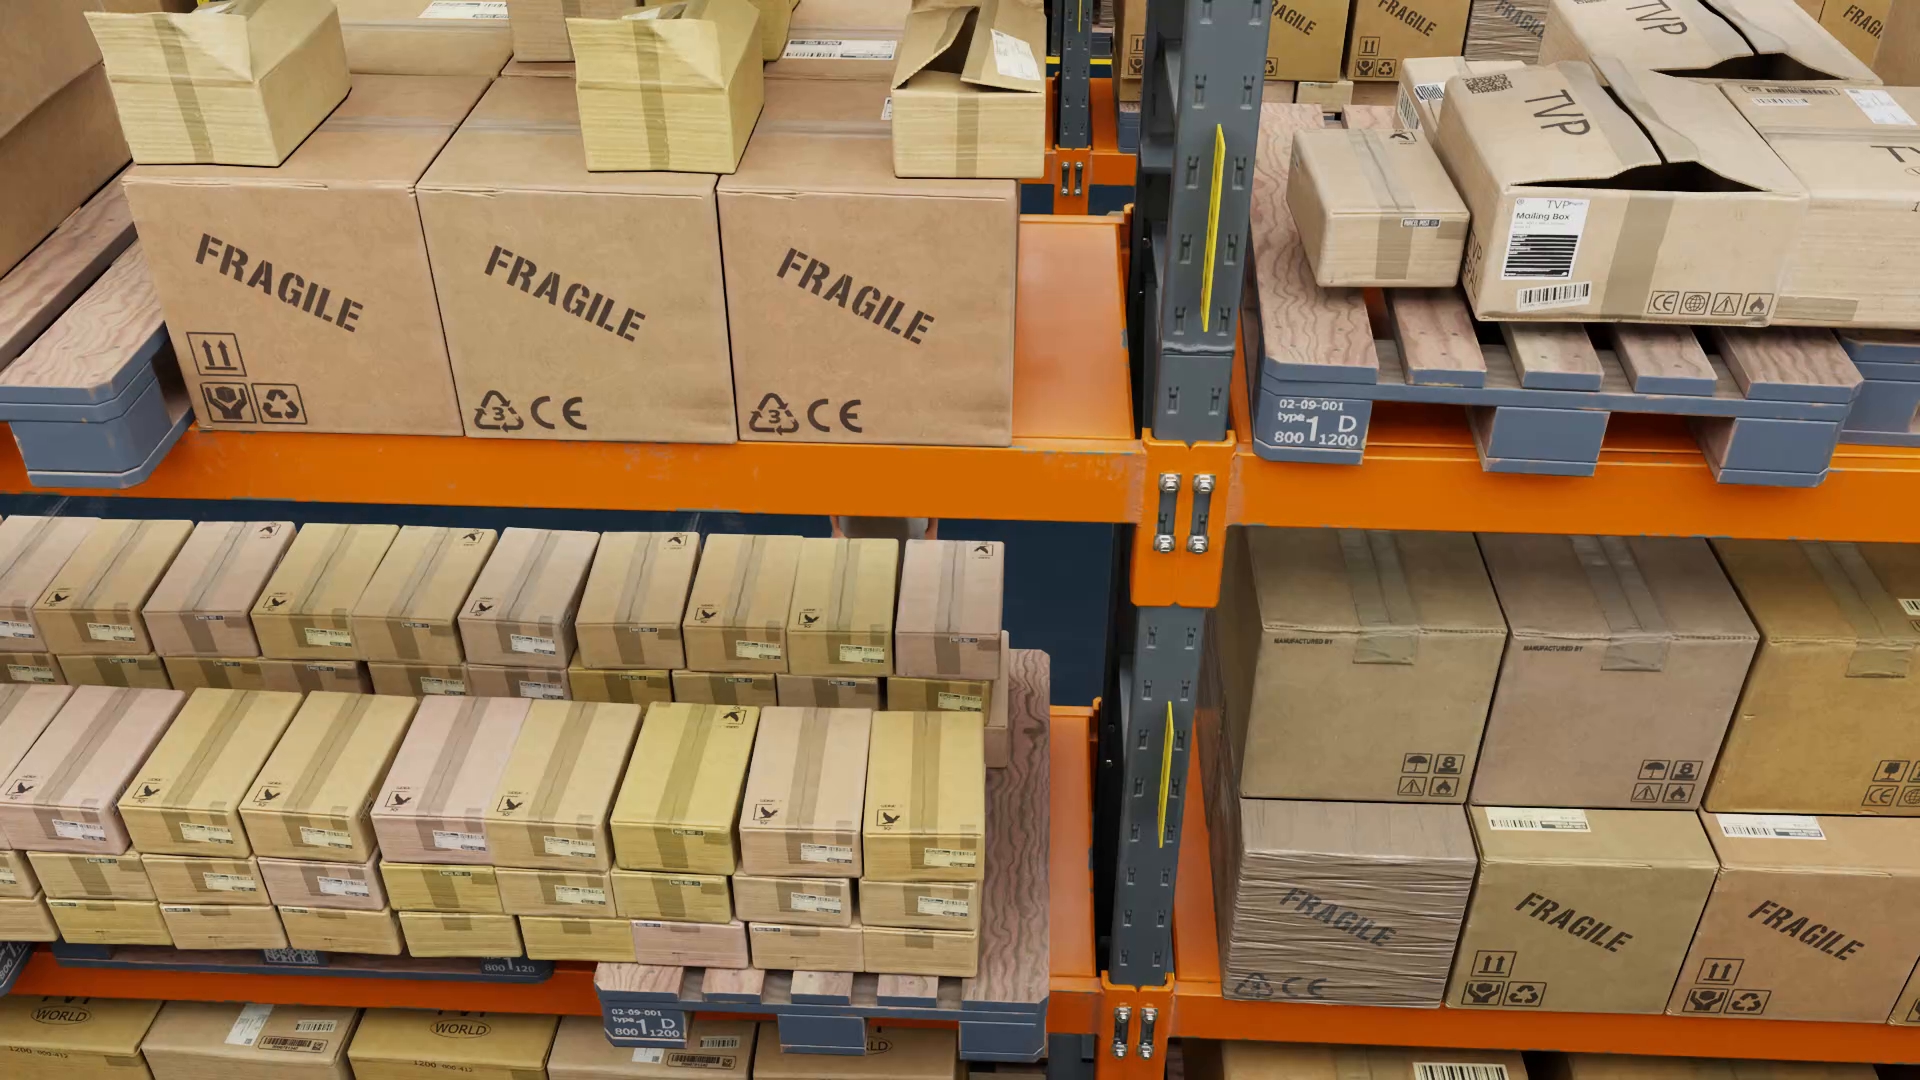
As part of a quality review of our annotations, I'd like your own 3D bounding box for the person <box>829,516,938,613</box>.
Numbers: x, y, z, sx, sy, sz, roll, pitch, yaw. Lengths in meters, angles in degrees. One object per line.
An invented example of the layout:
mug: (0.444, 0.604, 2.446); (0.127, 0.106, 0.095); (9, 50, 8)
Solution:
person: (-0.315, -0.034, 6.195); (0.500, 1.695, 0.382); (2, 36, 2)
